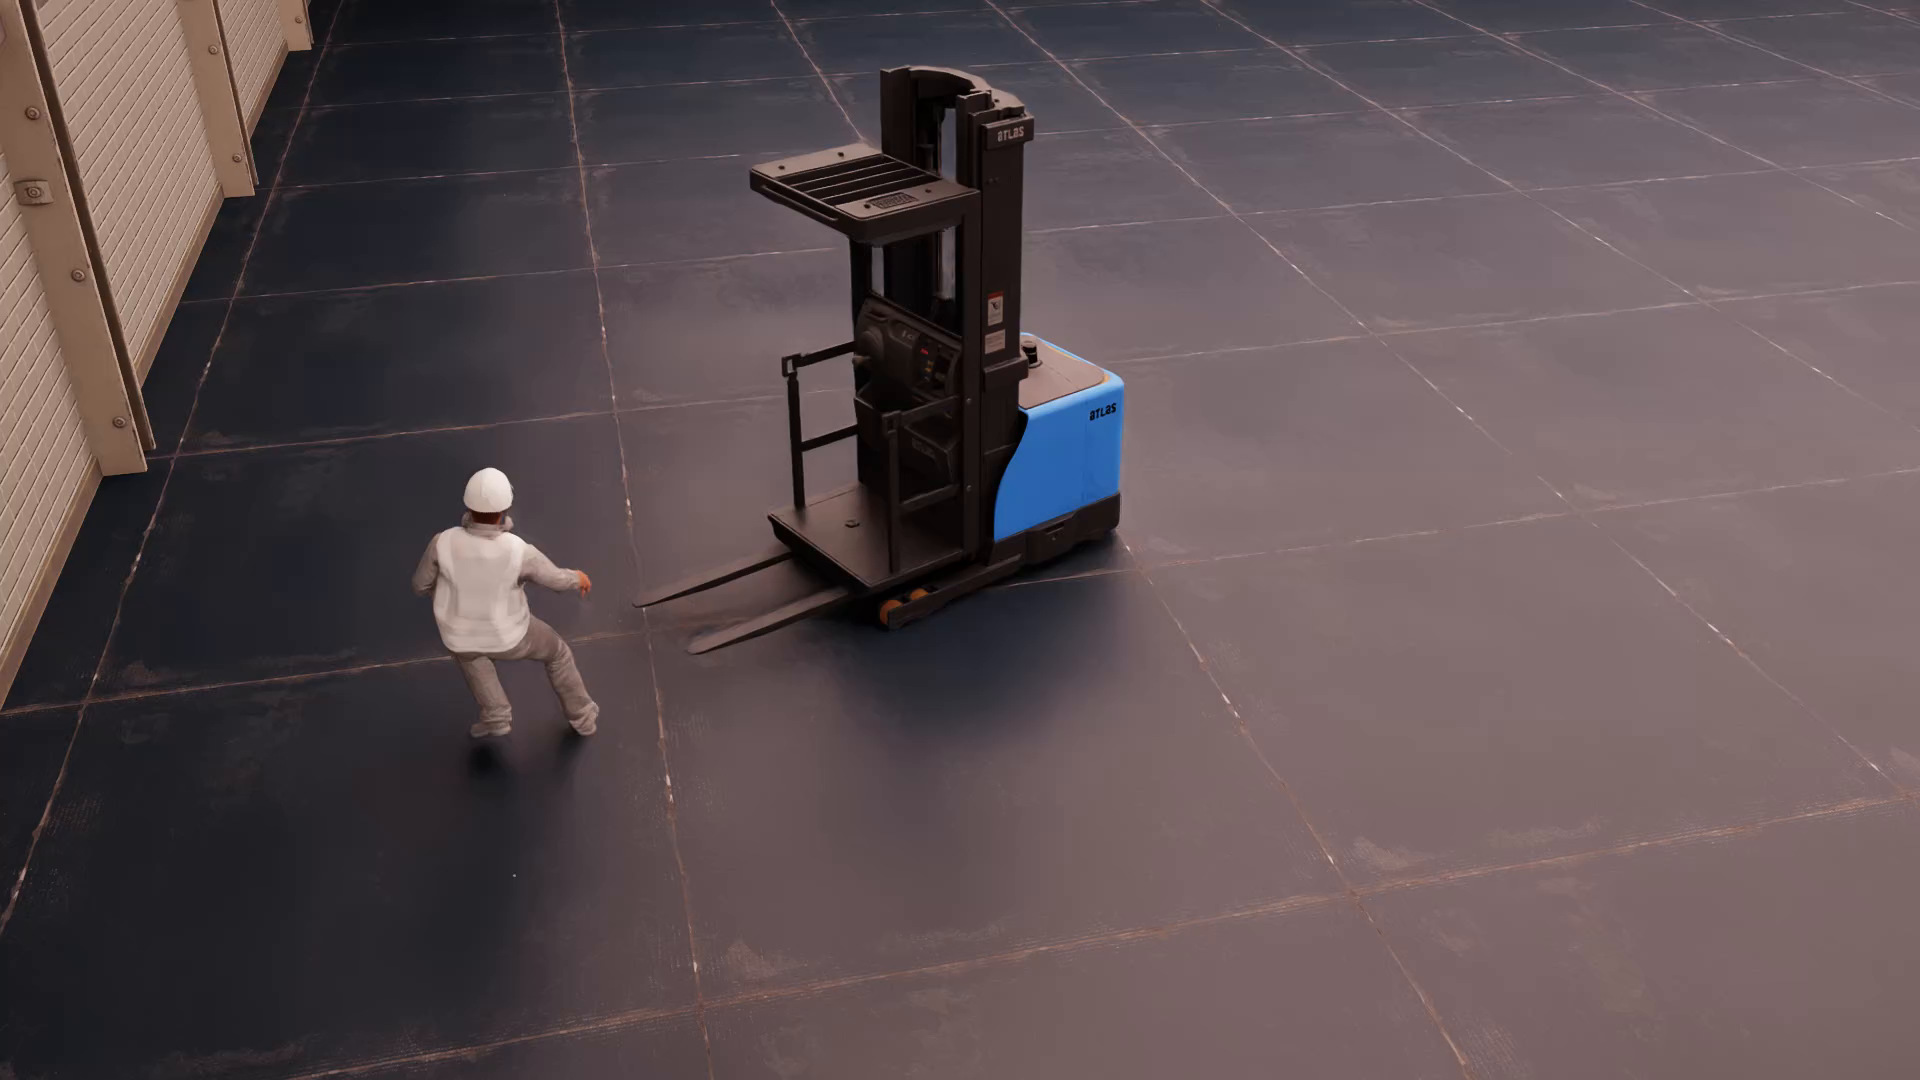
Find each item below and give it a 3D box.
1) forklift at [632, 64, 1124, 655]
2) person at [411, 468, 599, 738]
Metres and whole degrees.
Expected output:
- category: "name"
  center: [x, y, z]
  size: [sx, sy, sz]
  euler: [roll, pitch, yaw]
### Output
- category: "forklift"
  center: [-0.467, -1.053, 9.393]
  size: [3.031, 2.935, 1.130]
  euler: [-21, 36, -32]
- category: "person"
  center: [-2.267, 0.340, 8.271]
  size: [0.787, 1.650, 0.622]
  euler: [-2, 30, -3]
